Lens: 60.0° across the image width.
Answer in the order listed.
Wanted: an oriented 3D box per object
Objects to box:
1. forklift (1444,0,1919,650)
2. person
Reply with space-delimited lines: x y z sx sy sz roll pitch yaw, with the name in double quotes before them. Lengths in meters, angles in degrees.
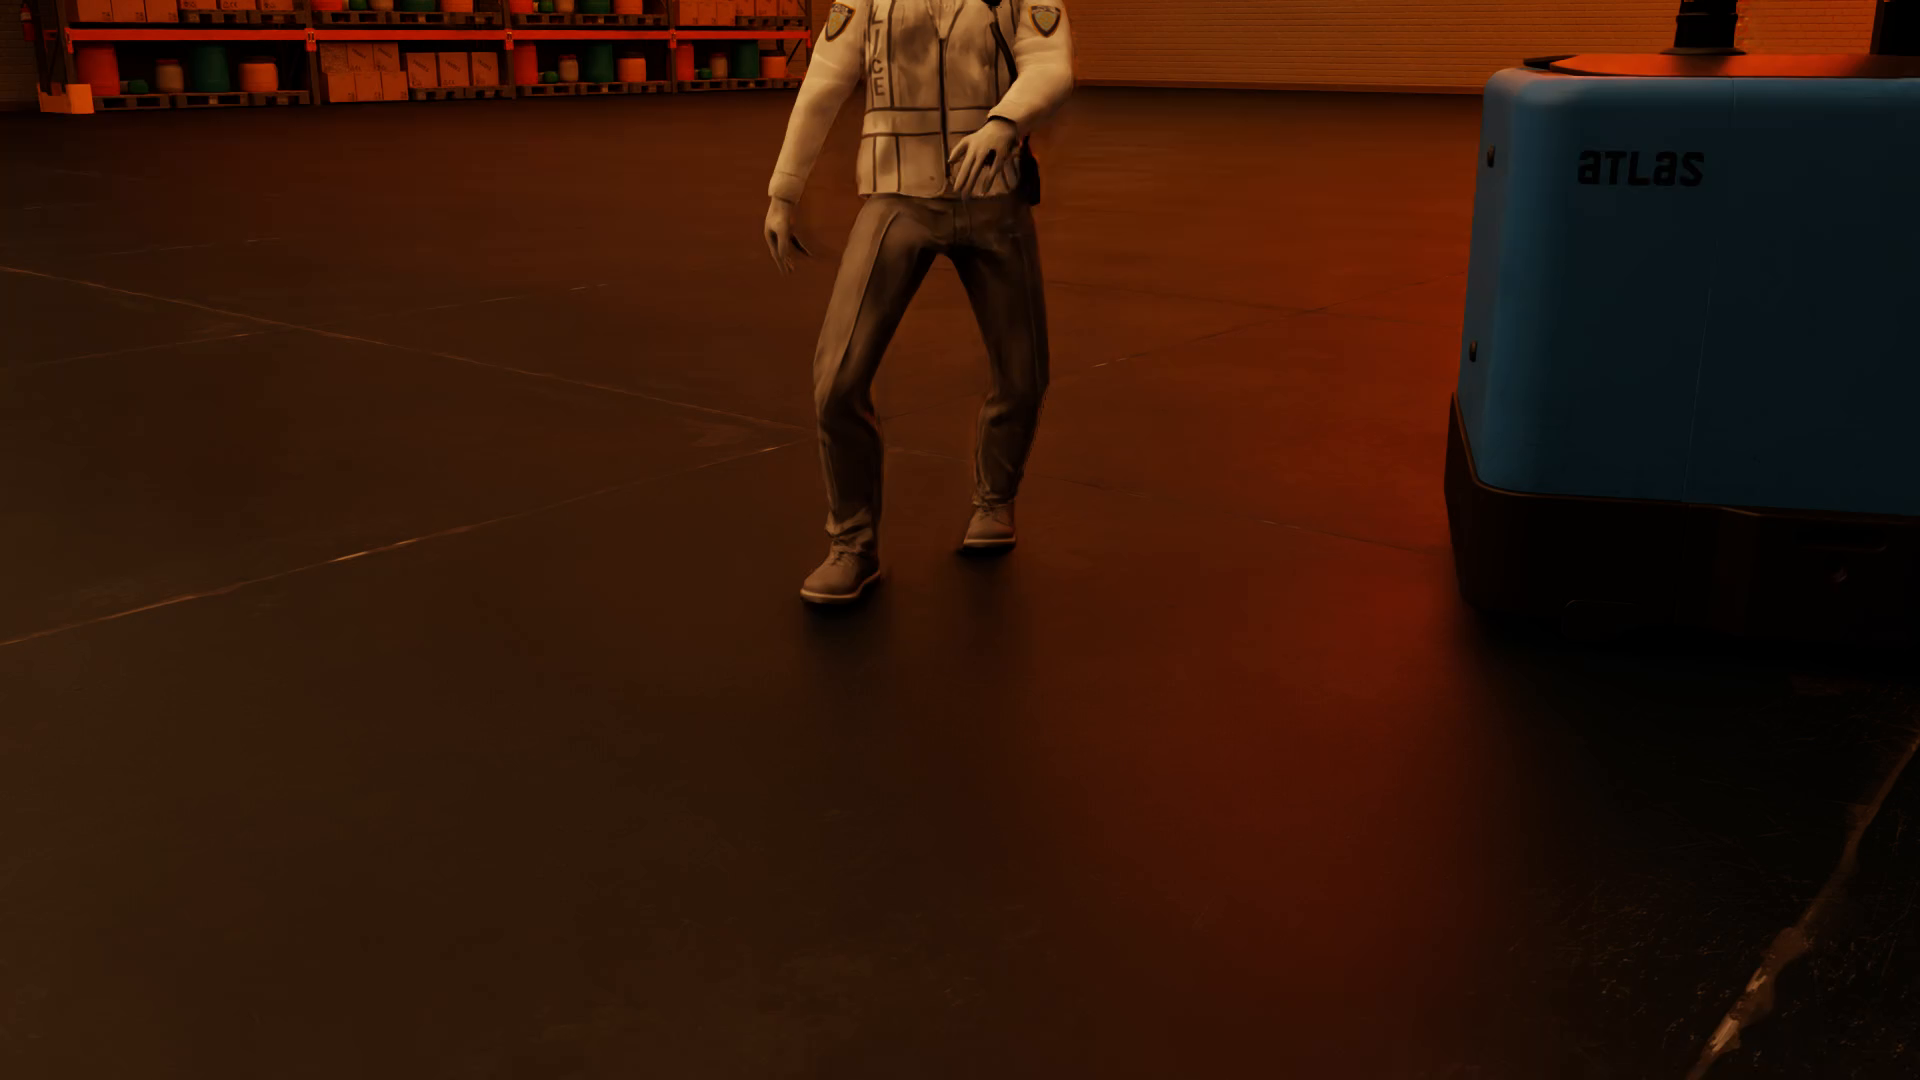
"forklift" 2.576 -1.242 2.988 3.031 2.935 1.130 4 17 13
"person" -0.087 -0.678 3.457 0.639 1.584 0.766 -2 17 -7
